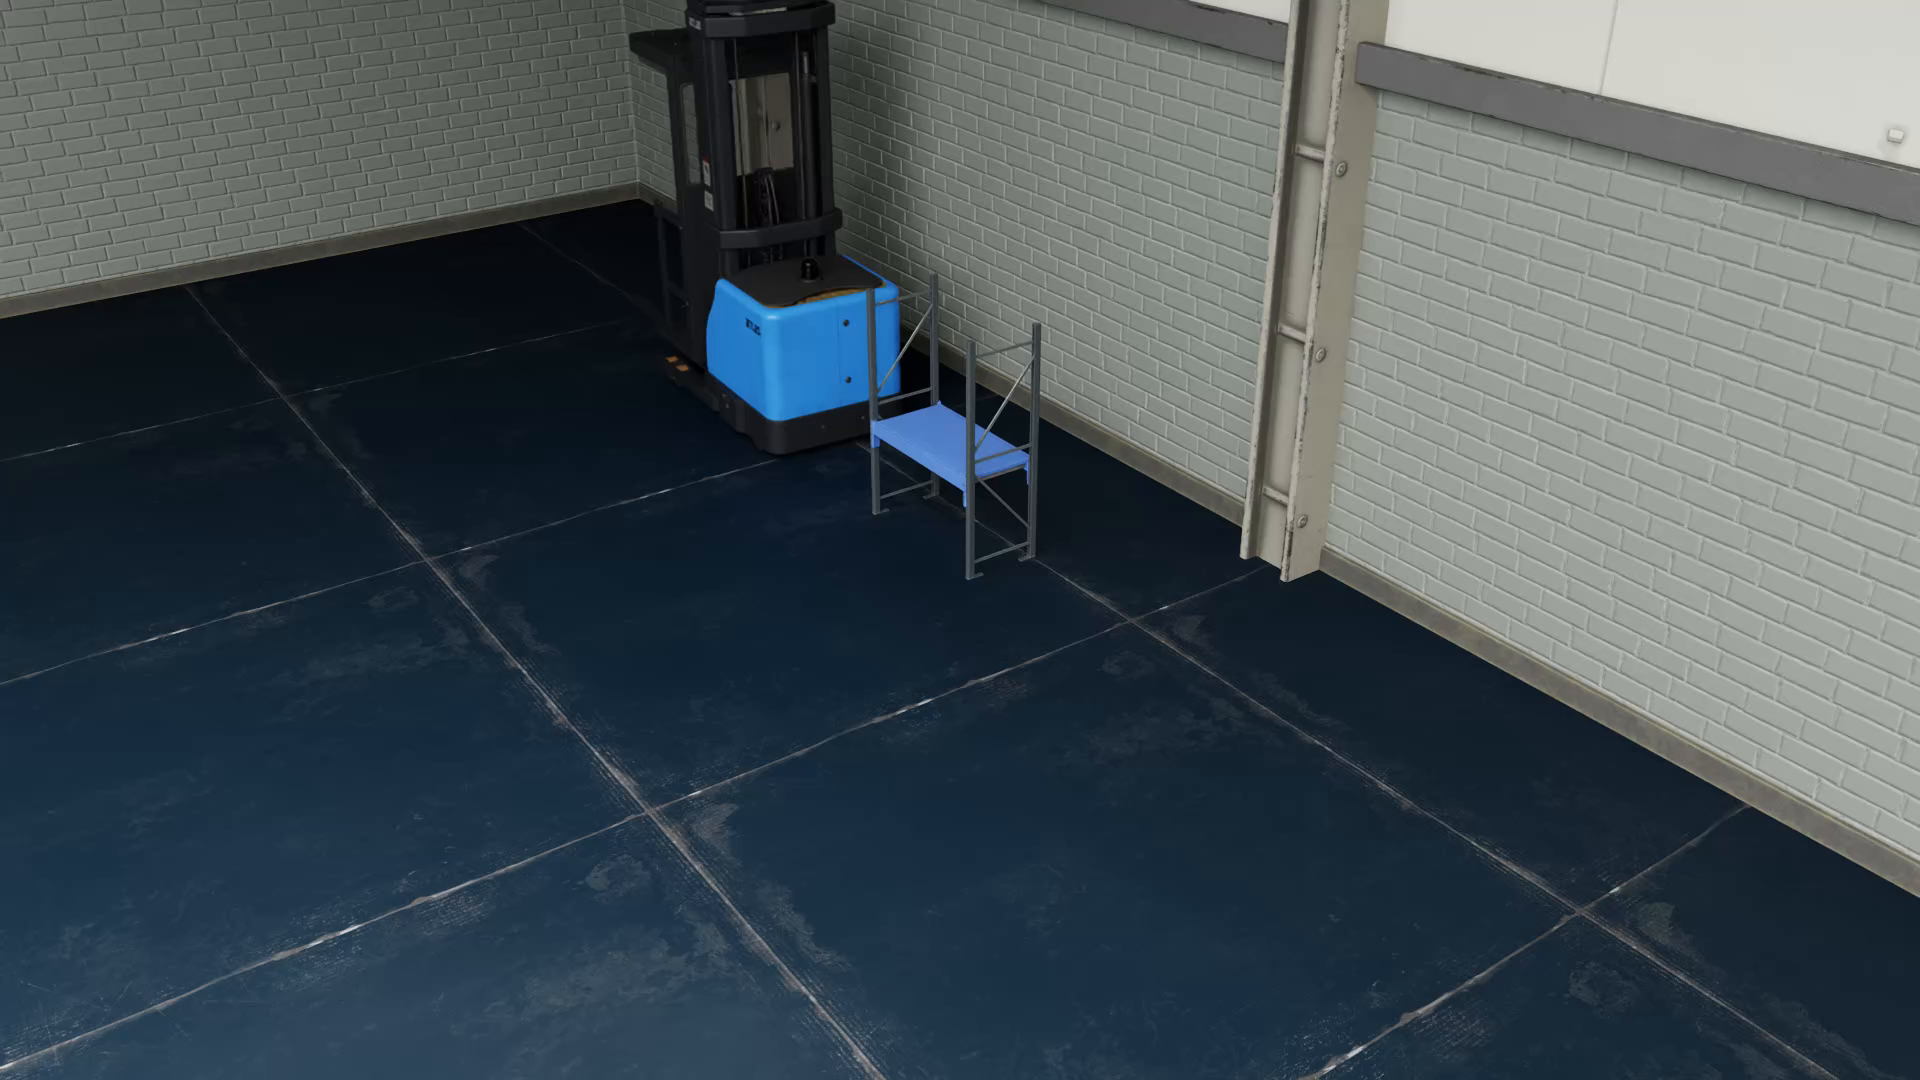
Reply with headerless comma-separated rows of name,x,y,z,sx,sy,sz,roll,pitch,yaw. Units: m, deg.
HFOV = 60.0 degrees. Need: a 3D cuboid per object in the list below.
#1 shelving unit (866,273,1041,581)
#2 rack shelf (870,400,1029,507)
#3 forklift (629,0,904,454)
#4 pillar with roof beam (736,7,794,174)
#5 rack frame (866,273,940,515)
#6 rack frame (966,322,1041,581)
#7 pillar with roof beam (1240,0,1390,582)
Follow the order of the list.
shelving unit,-0.049,-0.692,9.953,0.538,1.500,1.048,-19,34,-31
rack shelf,-0.049,-0.534,10.039,0.538,0.185,1.000,-19,34,-31
forklift,-1.590,-2.526,11.829,1.130,2.935,3.031,-16,33,-27
pillar with roof beam,-5.057,-4.965,9.963,9.100,9.000,0.400,-19,34,-31
rack frame,-0.344,-0.890,10.317,0.500,1.500,0.032,-19,34,-31
rack frame,0.245,-0.495,9.589,0.500,1.500,0.032,-19,34,-31
pillar with roof beam,-1.577,-2.632,5.668,9.100,9.000,0.400,-19,34,-31
